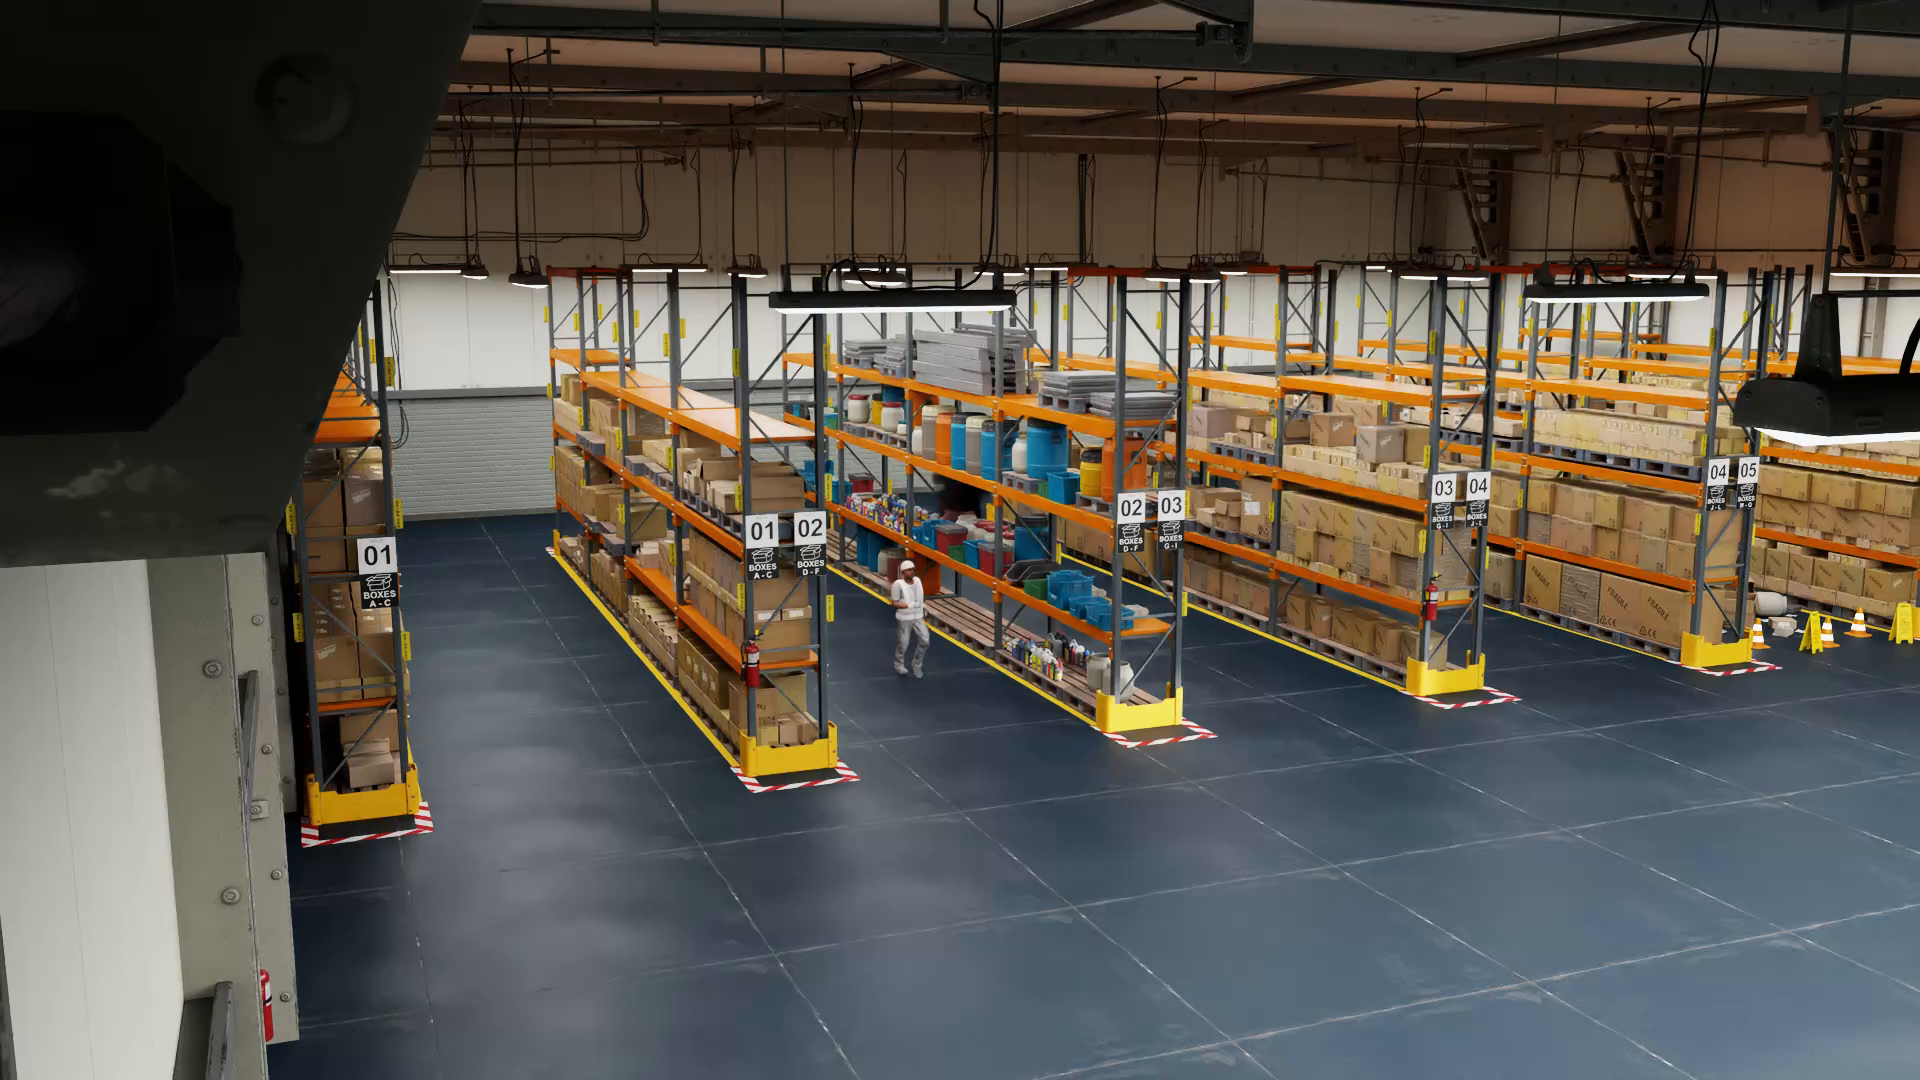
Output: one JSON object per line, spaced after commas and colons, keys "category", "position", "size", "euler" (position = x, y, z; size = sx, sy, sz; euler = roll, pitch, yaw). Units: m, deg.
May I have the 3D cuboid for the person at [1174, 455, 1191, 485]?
{"category": "person", "position": [5.007, -1.114, 37.851], "size": [0.679, 1.732, 0.836], "euler": [-2, 10, -13]}

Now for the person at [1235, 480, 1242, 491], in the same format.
{"category": "person", "position": [7.093, -1.647, 41.153], "size": [0.491, 1.735, 0.766], "euler": [9, 13, 41]}

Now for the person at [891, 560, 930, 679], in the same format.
{"category": "person", "position": [-0.728, 1.189, 24.693], "size": [0.649, 1.793, 0.714], "euler": [-6, 12, -31]}
